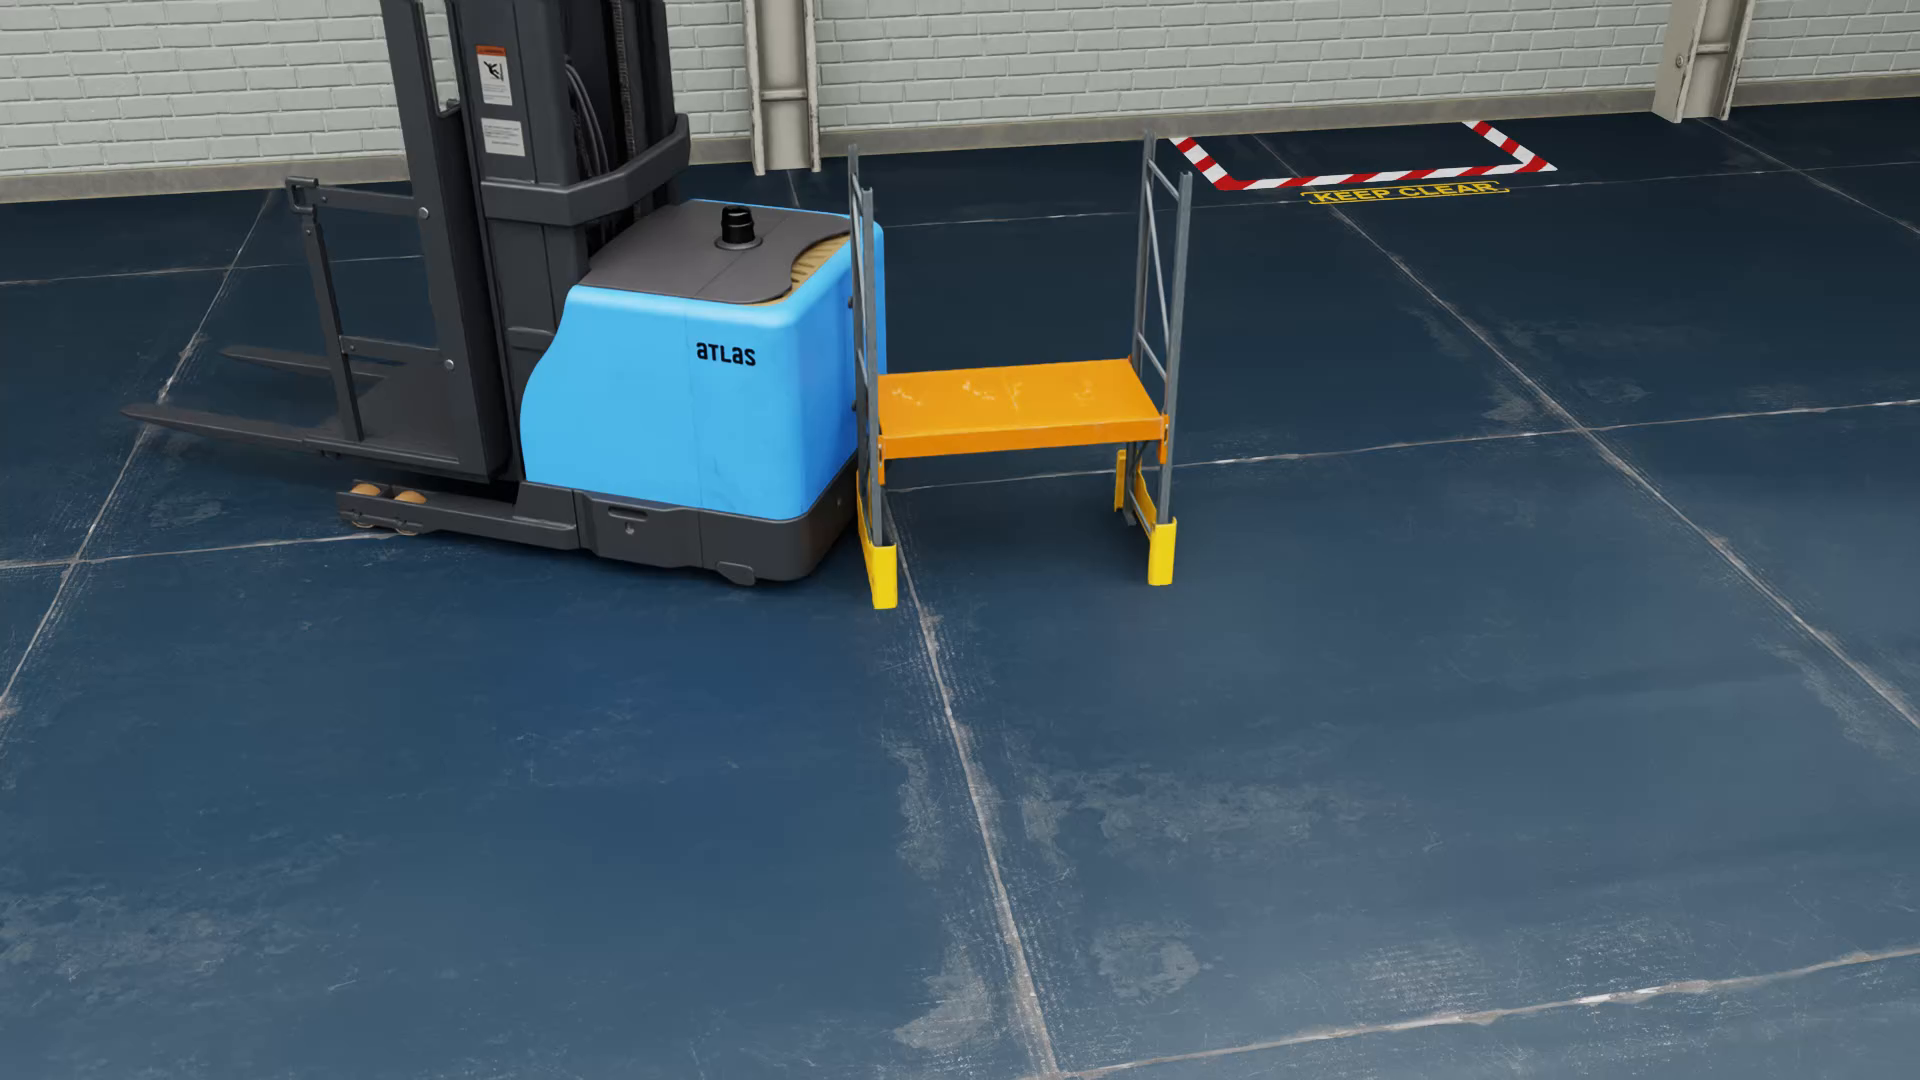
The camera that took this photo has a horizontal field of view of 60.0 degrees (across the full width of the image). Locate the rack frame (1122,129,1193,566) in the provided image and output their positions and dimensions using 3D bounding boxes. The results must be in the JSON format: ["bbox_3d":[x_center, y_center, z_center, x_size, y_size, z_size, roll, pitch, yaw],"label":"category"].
[{"bbox_3d":[0.682,-0.629,5.840,0.032,1.500,0.500,-5,31,-8],"label":"rack frame"}]

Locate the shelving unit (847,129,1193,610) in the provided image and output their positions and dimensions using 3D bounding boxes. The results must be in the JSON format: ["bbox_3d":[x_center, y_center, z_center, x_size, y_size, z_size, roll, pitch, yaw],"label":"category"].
[{"bbox_3d":[0.189,-0.590,5.773,1.083,1.500,0.587,-5,31,-8],"label":"shelving unit"}]

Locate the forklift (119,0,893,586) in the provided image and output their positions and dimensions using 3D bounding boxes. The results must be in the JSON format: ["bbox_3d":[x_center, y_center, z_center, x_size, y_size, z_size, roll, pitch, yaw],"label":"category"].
[{"bbox_3d":[-1.844,-1.524,5.950,3.031,2.935,1.130,9,32,15],"label":"forklift"}]

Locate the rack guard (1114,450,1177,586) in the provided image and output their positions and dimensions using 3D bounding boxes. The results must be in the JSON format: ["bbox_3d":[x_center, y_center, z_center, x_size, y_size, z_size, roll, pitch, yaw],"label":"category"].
[{"bbox_3d":[0.681,-0.090,6.156,0.087,0.250,0.587,-5,31,-8],"label":"rack guard"}]

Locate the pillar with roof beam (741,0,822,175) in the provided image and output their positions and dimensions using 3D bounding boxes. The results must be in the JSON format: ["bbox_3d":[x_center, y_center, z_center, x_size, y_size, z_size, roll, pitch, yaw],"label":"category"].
[{"bbox_3d":[-0.282,-4.013,4.197,0.400,9.000,9.100,-5,31,-9],"label":"pillar with roof beam"}]

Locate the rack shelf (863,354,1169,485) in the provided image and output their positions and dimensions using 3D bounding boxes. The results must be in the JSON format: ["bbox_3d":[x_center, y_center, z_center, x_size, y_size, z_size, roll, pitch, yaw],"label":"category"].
[{"bbox_3d":[0.180,-0.434,5.863,1.000,0.185,0.538,-5,31,-8],"label":"rack shelf"}]

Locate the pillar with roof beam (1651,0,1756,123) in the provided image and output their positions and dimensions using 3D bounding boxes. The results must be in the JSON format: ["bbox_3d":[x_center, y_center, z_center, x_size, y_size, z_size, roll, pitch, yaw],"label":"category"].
[{"bbox_3d":[5.620,-4.561,5.128,0.400,9.000,9.100,-5,31,-9],"label":"pillar with roof beam"}]

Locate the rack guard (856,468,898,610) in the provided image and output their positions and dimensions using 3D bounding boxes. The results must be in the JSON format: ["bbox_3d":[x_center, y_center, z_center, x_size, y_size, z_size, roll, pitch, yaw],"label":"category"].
[{"bbox_3d":[-0.303,-0.012,6.023,0.087,0.250,0.587,-5,31,-8],"label":"rack guard"}]

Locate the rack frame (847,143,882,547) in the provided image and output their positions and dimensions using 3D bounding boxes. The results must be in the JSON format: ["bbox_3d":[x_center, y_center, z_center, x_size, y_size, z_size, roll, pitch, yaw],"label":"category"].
[{"bbox_3d":[-0.322,-0.549,5.704,0.032,1.500,0.500,-5,31,-8],"label":"rack frame"}]
